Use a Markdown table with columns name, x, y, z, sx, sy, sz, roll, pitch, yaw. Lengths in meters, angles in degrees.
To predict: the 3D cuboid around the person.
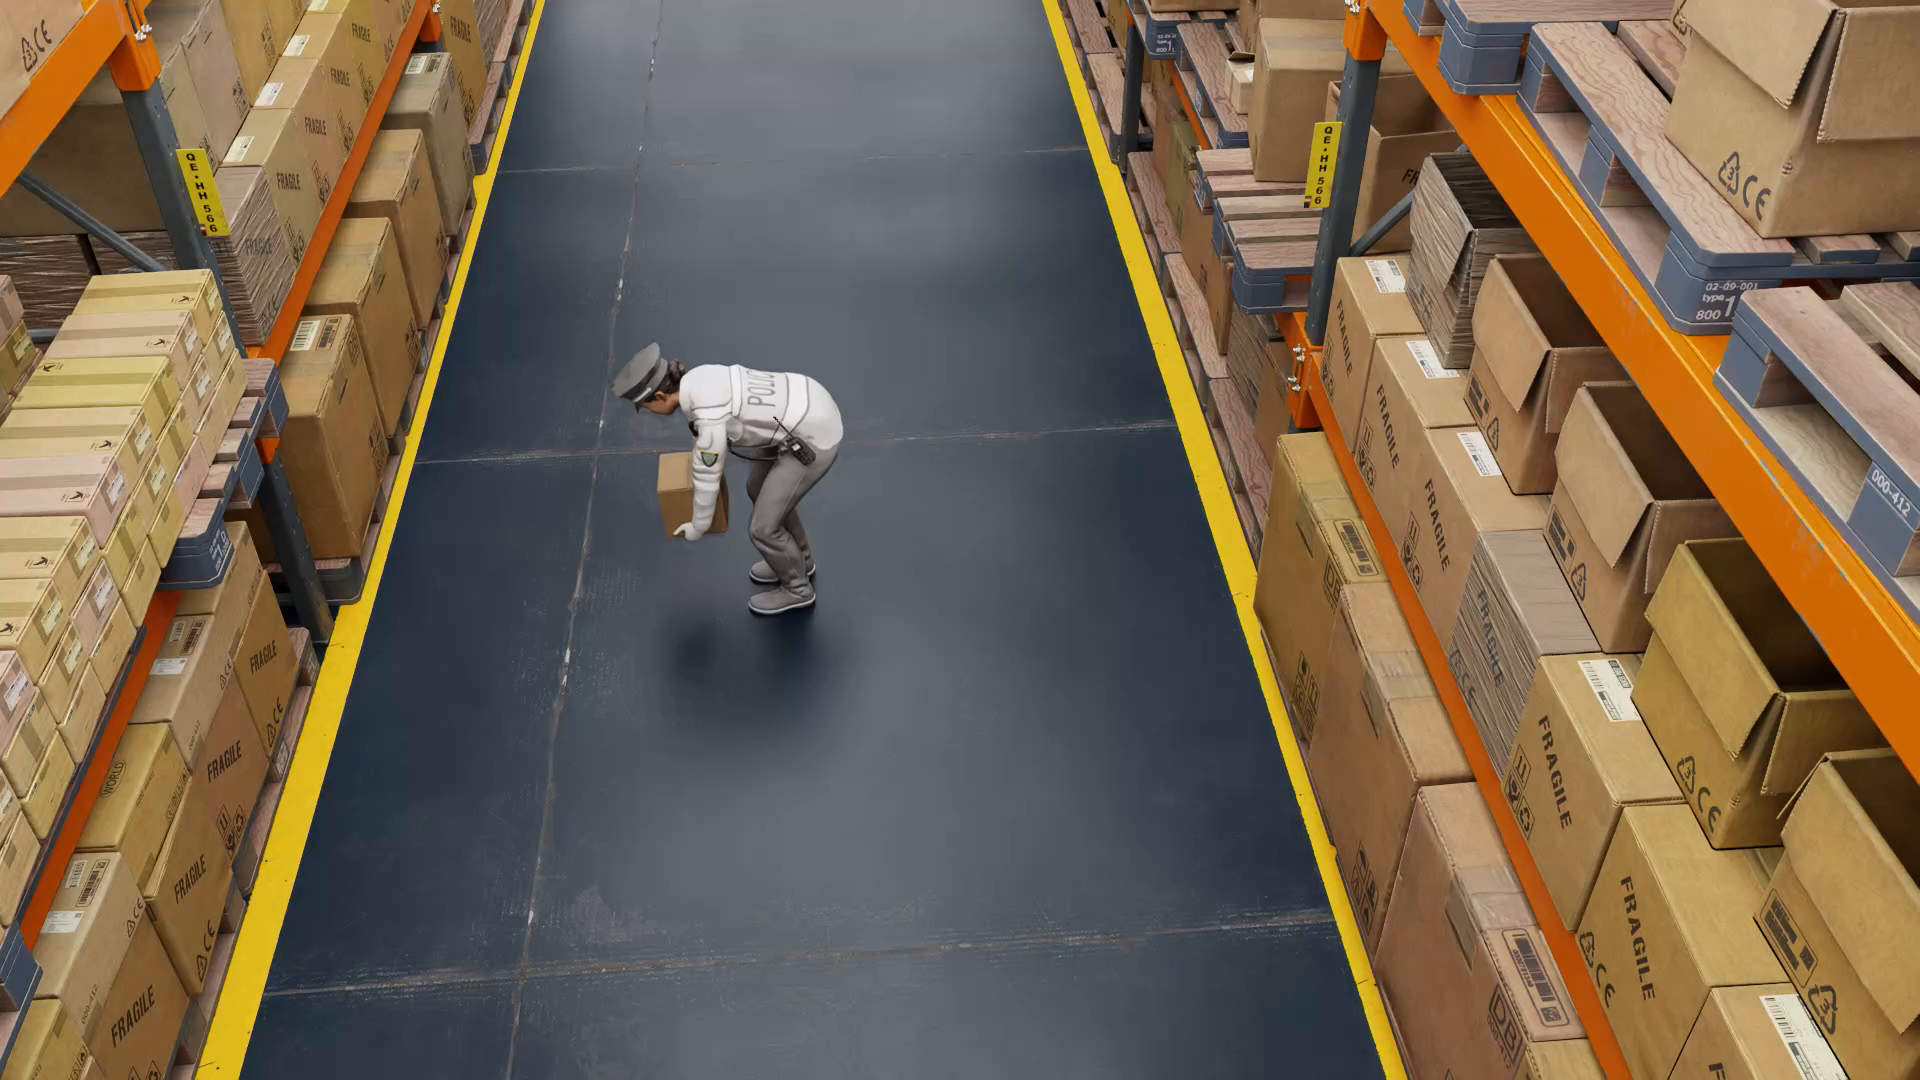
| name | x | y | z | sx | sy | sz | roll | pitch | yaw |
| --- | --- | --- | --- | --- | --- | --- | --- | --- | --- |
| person | -0.911 | -0.256 | 6.782 | 0.887 | 1.270 | 0.420 | -5 | 40 | -5 |
